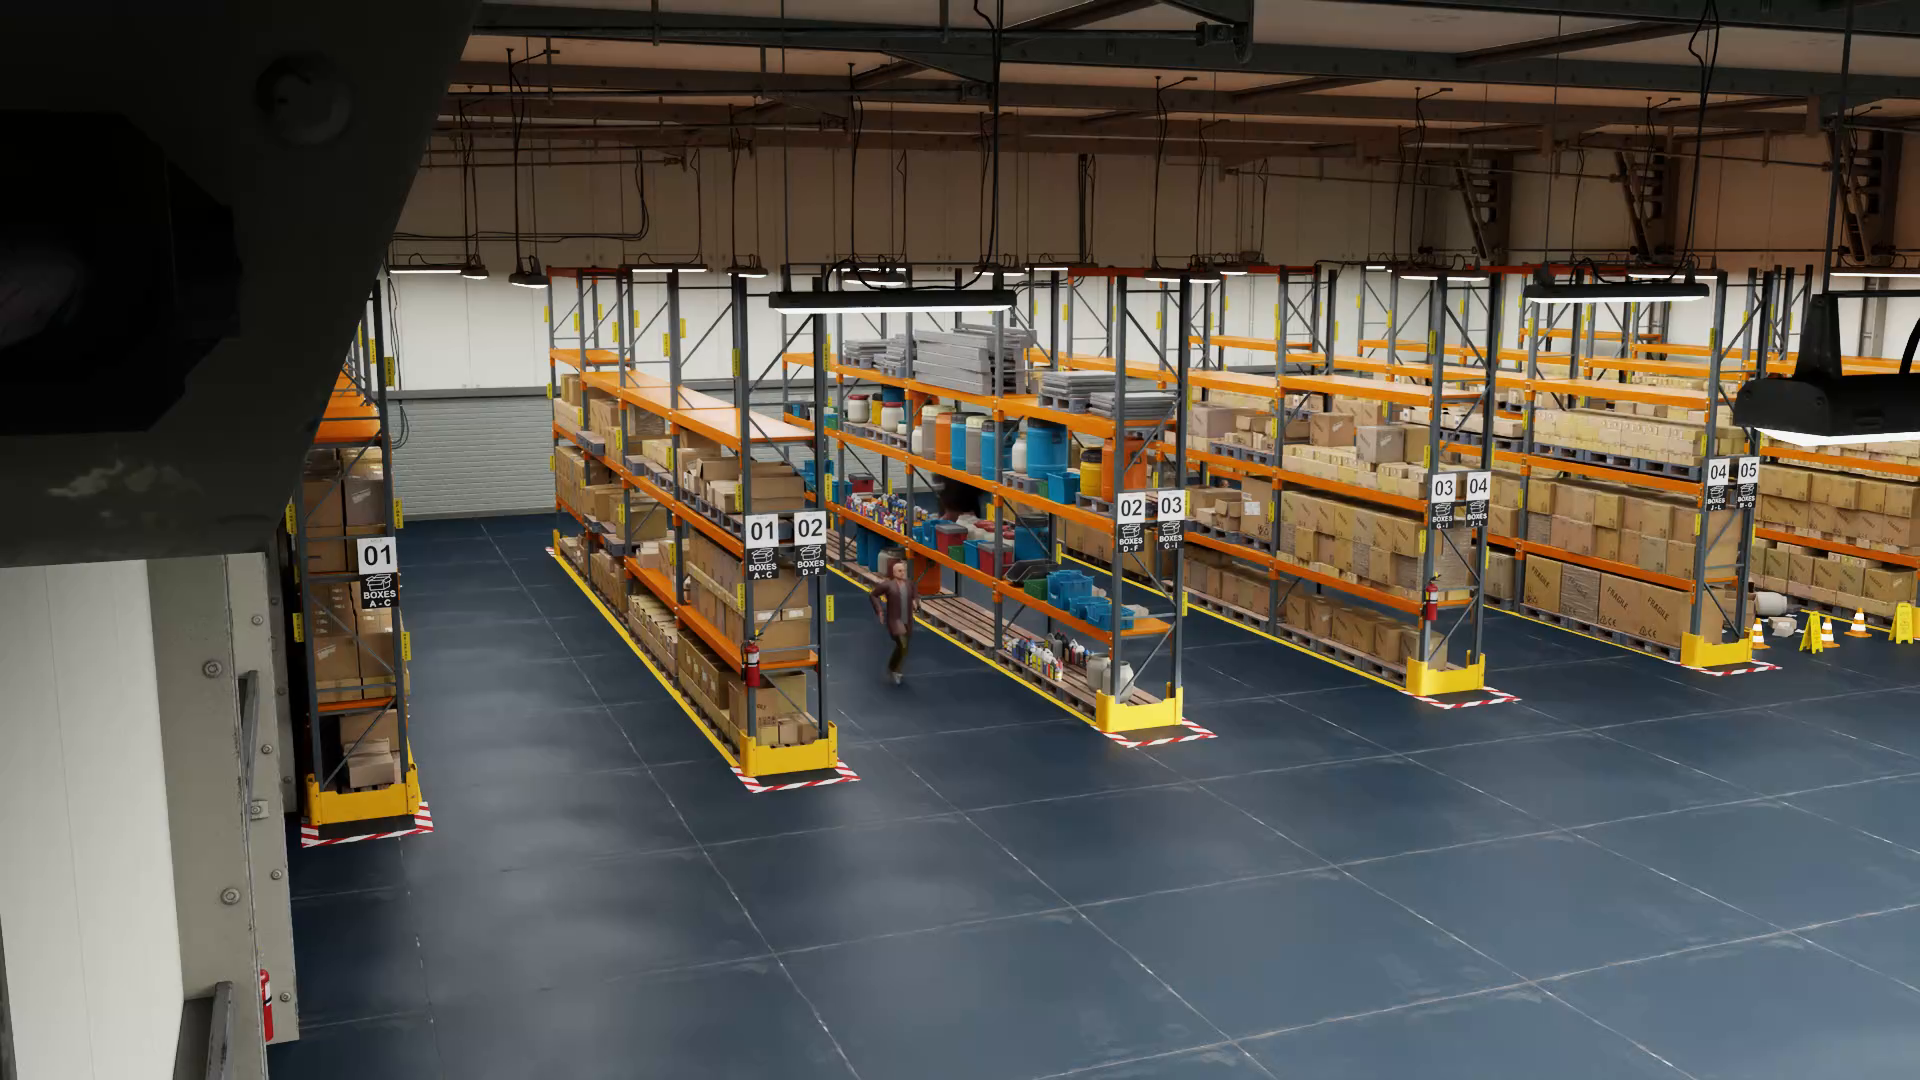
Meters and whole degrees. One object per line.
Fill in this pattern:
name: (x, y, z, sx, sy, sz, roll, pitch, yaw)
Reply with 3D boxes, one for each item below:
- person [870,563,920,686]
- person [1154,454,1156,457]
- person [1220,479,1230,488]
person: (-0.891, 1.236, 24.482, 0.677, 1.804, 0.777, -8, 12, -37)
person: (4.561, -1.204, 38.751, 0.632, 1.628, 0.931, -2, 10, -14)
person: (5.506, -0.451, 34.532, 0.571, 1.619, 0.576, -5, 11, -25)
